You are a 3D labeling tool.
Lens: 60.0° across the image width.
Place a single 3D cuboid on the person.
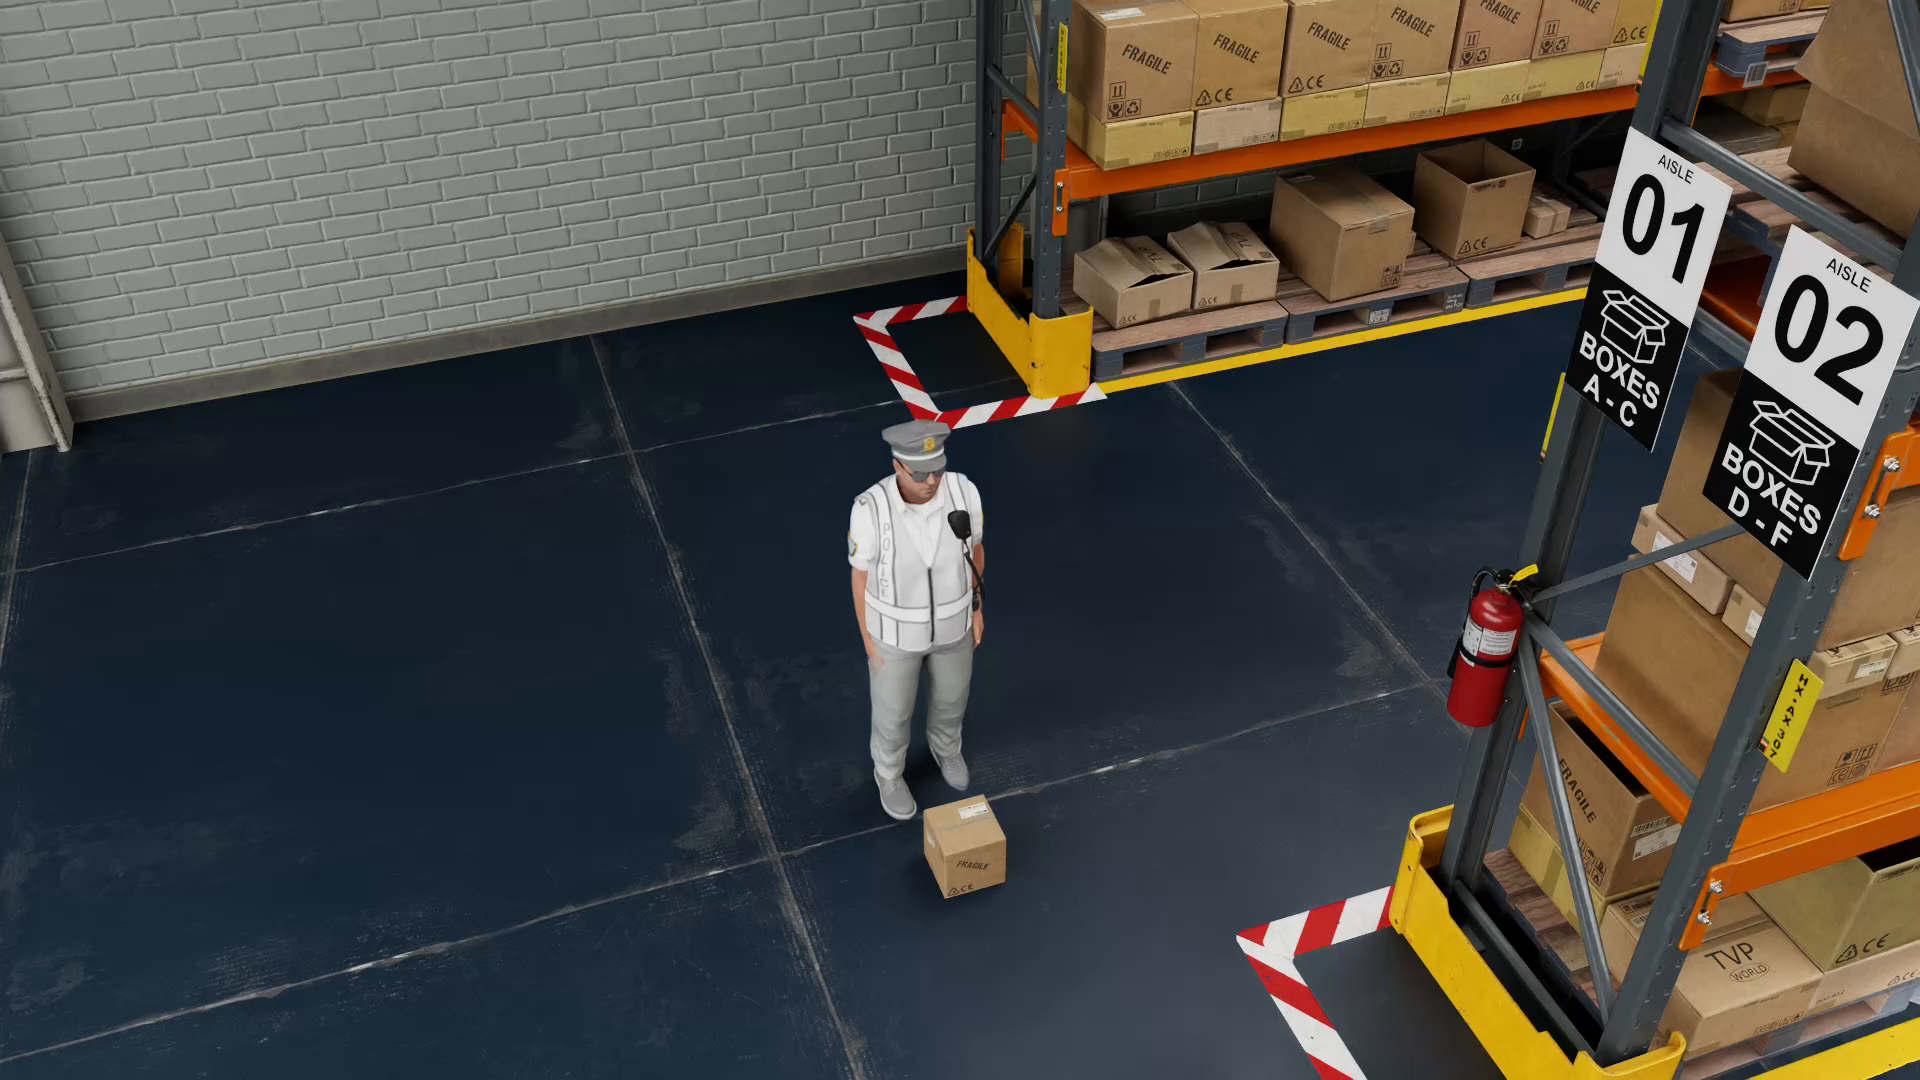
[{"bbox_3d":[-0.143,0.324,6.388,0.527,1.810,0.397,-12,39,-15],"label":"person"}]
